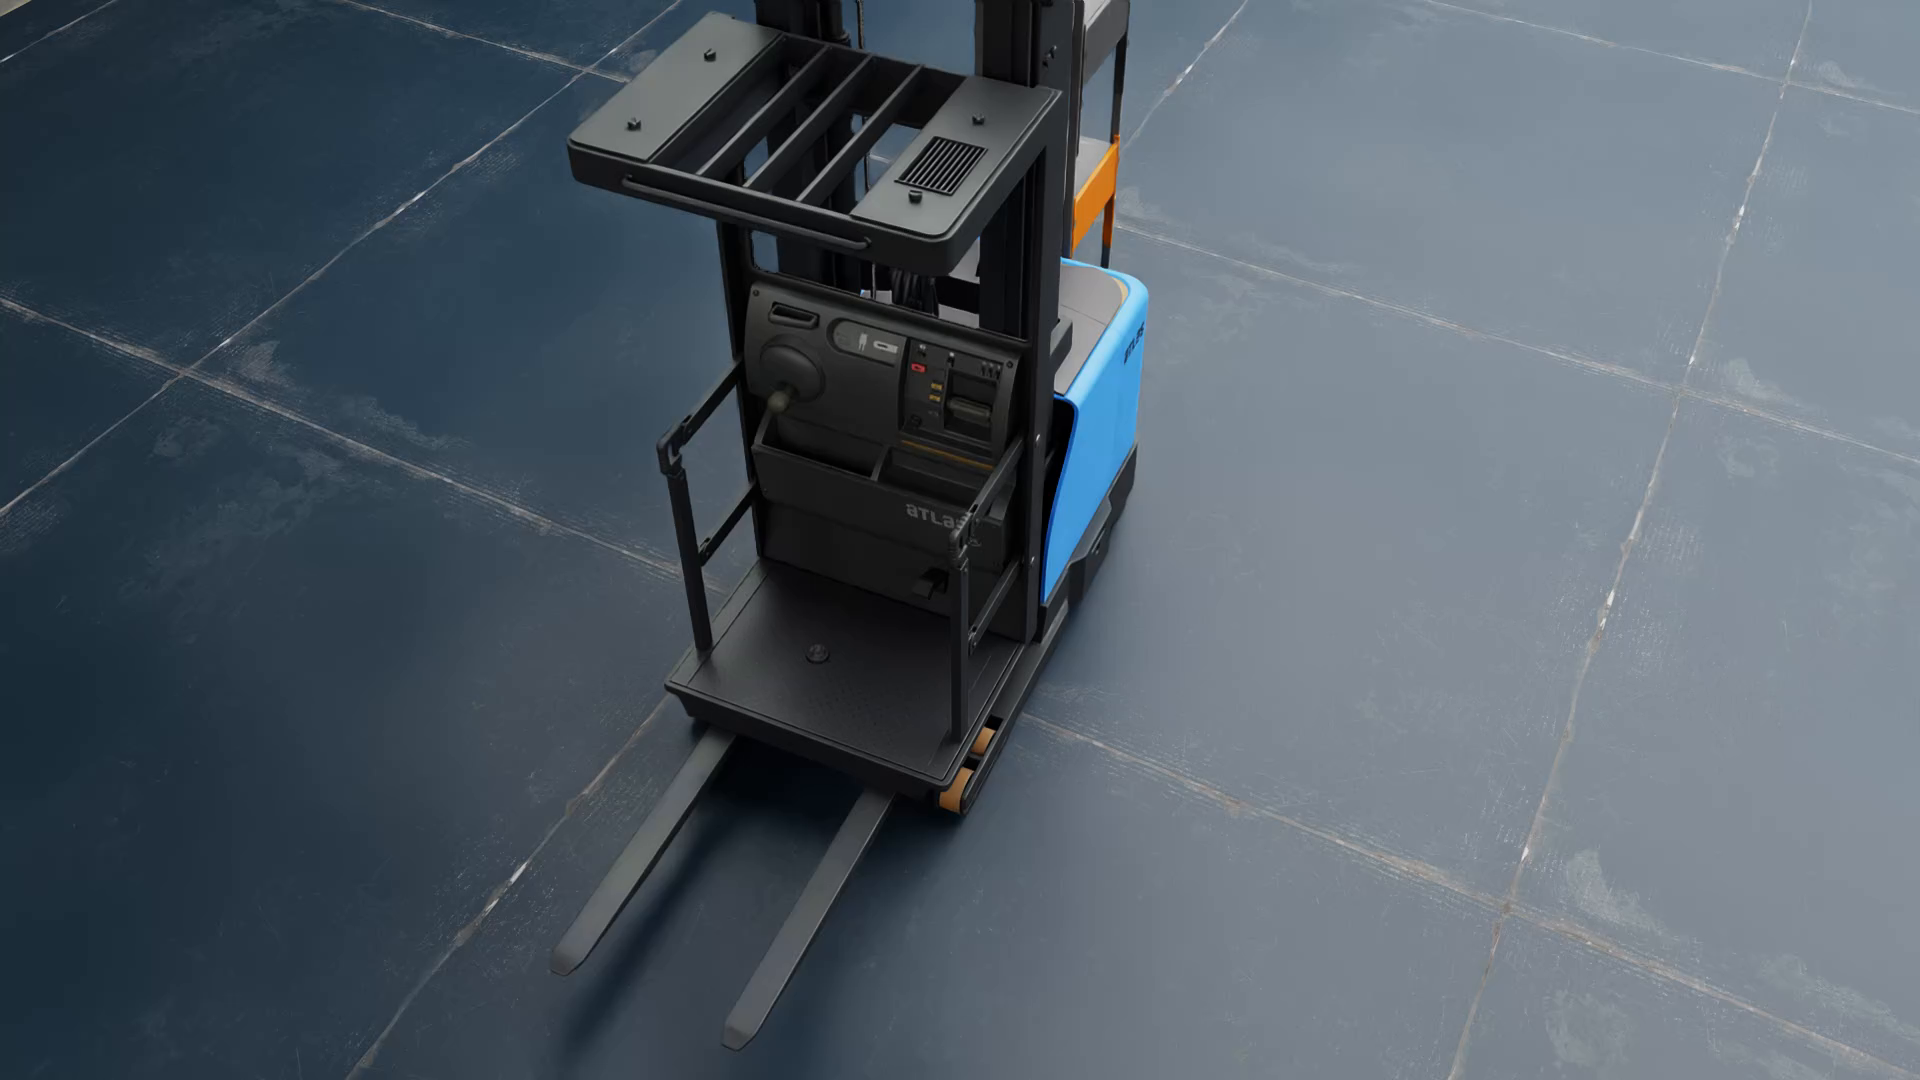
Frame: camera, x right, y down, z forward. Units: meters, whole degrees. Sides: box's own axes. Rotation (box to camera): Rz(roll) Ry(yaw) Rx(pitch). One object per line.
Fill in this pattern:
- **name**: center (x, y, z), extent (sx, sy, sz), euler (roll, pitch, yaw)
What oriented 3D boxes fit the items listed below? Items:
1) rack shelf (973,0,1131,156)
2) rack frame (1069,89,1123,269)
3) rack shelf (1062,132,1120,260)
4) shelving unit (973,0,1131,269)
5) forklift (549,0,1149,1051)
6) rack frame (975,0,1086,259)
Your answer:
- **rack shelf**: center (0.339, -1.794, 6.082), extent (0.431, 0.518, 0.480), euler (18, 48, 17)
- **rack frame**: center (0.439, -1.470, 6.727), extent (0.400, 2.100, 0.015), euler (18, 48, 17)
- **rack shelf**: center (0.339, -1.302, 6.580), extent (0.431, 0.518, 0.480), euler (18, 48, 17)
- **shelving unit**: center (0.339, -1.312, 6.570), extent (0.431, 2.100, 0.503), euler (18, 48, 17)
- **forklift**: center (-0.345, -0.434, 5.119), extent (1.130, 2.935, 3.031), euler (18, 48, 17)
- **rack frame**: center (0.239, -1.153, 6.413), extent (0.400, 2.100, 0.015), euler (18, 48, 17)
